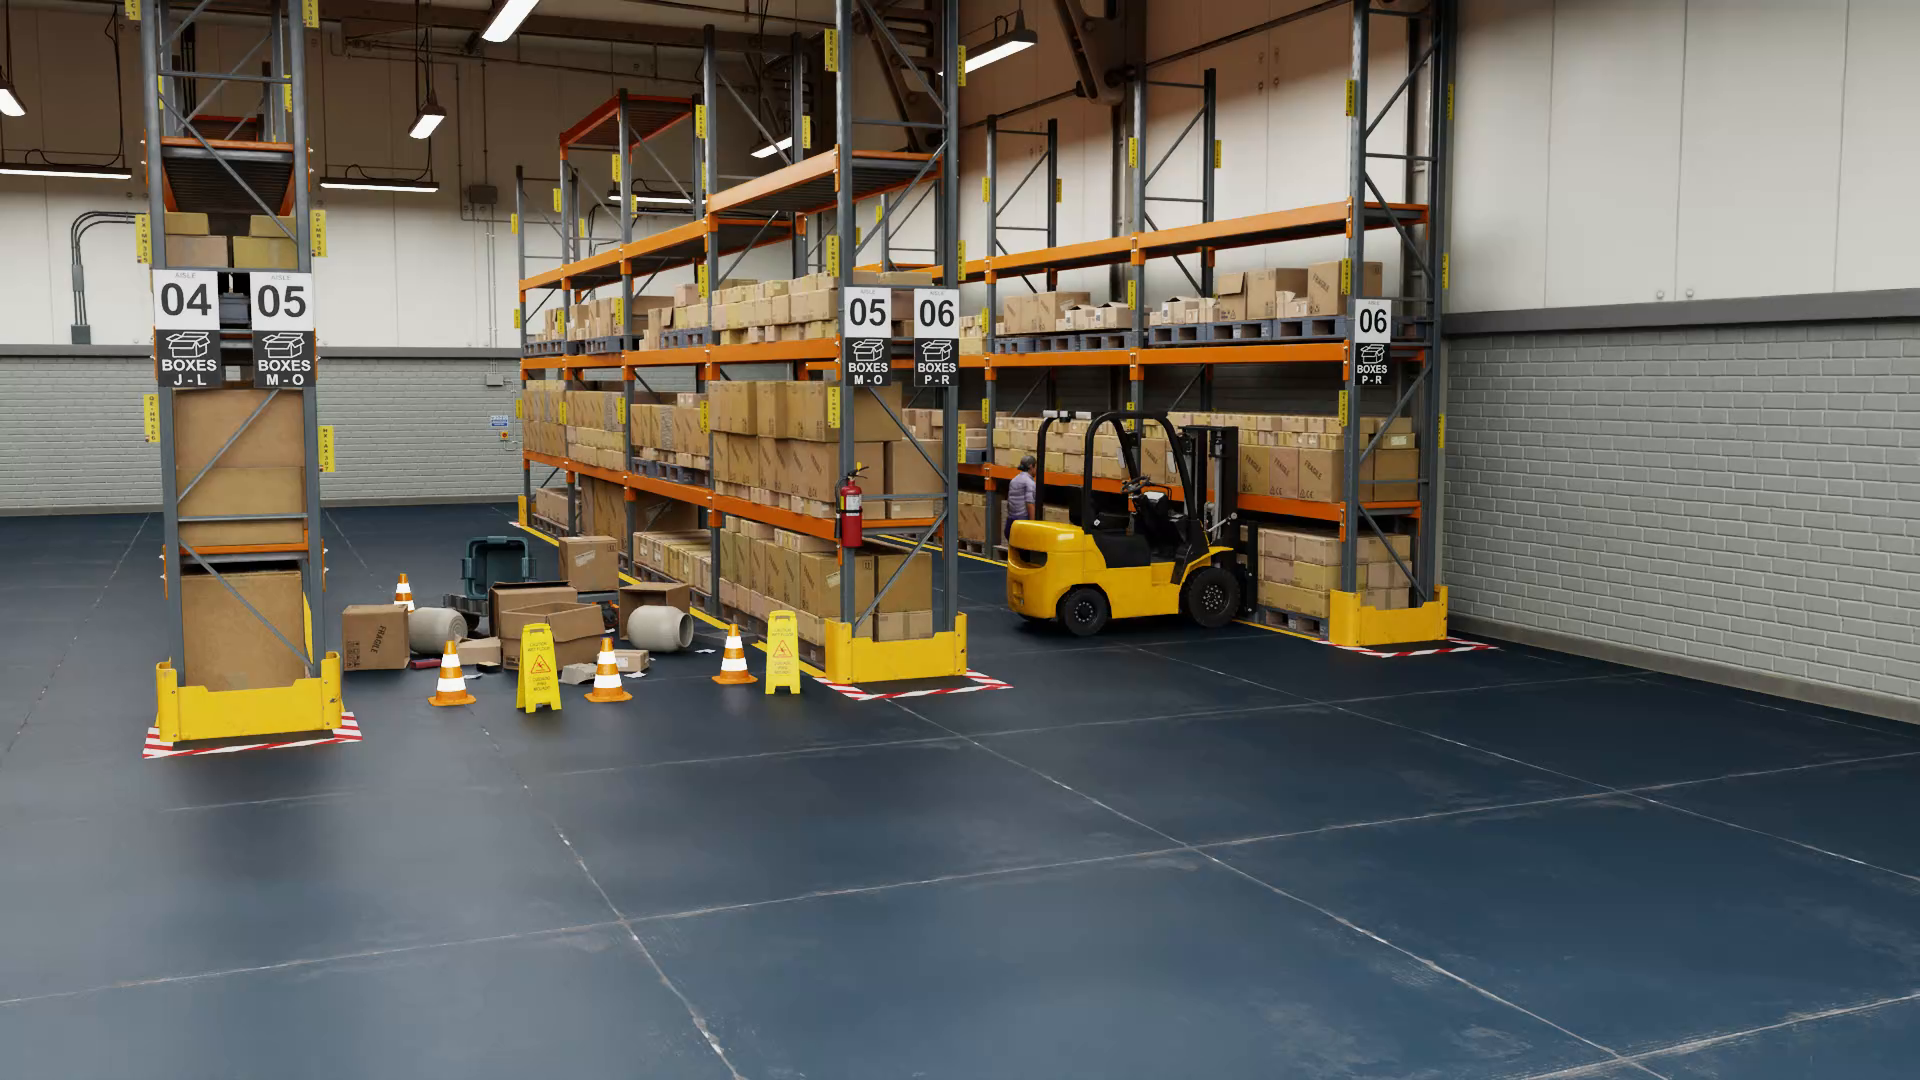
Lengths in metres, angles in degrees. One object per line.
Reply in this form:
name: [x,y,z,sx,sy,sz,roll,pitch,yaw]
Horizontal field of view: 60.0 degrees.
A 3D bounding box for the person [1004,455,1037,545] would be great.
person: [0.703,-0.094,18.029,0.376,1.651,0.561,-3,6,-27]
